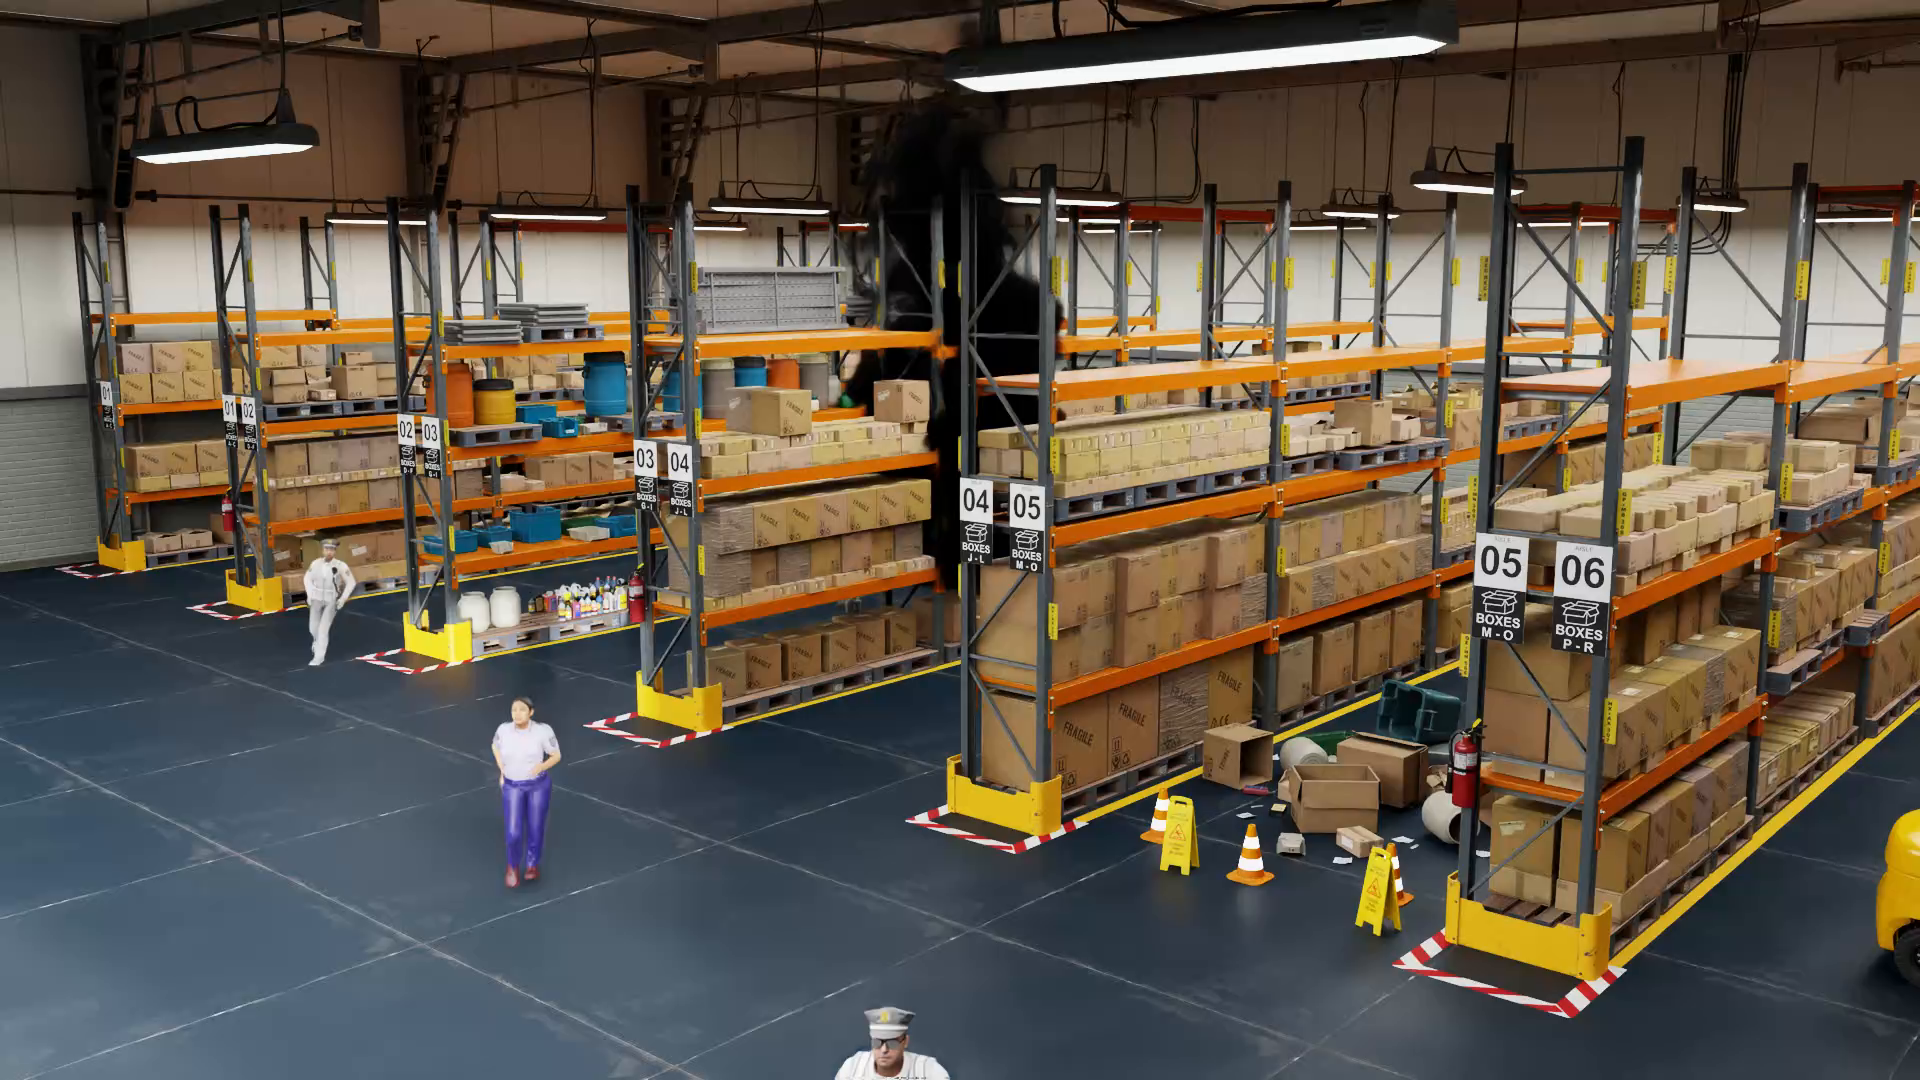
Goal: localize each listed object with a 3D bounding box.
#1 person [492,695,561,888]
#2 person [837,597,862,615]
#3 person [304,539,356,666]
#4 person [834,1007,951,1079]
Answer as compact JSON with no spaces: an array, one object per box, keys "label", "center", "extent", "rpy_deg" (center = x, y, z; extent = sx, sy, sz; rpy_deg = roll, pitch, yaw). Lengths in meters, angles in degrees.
[{"label":"person","center":[-3.606,2.108,13.823],"extent":[0.567,1.643,0.658],"rpy_deg":[-2,10,-9]},{"label":"person","center":[-1.503,0.480,23.482],"extent":[0.558,1.649,0.592],"rpy_deg":[6,11,31]},{"label":"person","center":[-8.204,0.777,21.682],"extent":[0.665,1.642,0.572],"rpy_deg":[-1,10,-6]},{"label":"person","center":[-0.292,3.019,7.846],"extent":[0.647,1.803,0.891],"rpy_deg":[0,9,-1]}]
